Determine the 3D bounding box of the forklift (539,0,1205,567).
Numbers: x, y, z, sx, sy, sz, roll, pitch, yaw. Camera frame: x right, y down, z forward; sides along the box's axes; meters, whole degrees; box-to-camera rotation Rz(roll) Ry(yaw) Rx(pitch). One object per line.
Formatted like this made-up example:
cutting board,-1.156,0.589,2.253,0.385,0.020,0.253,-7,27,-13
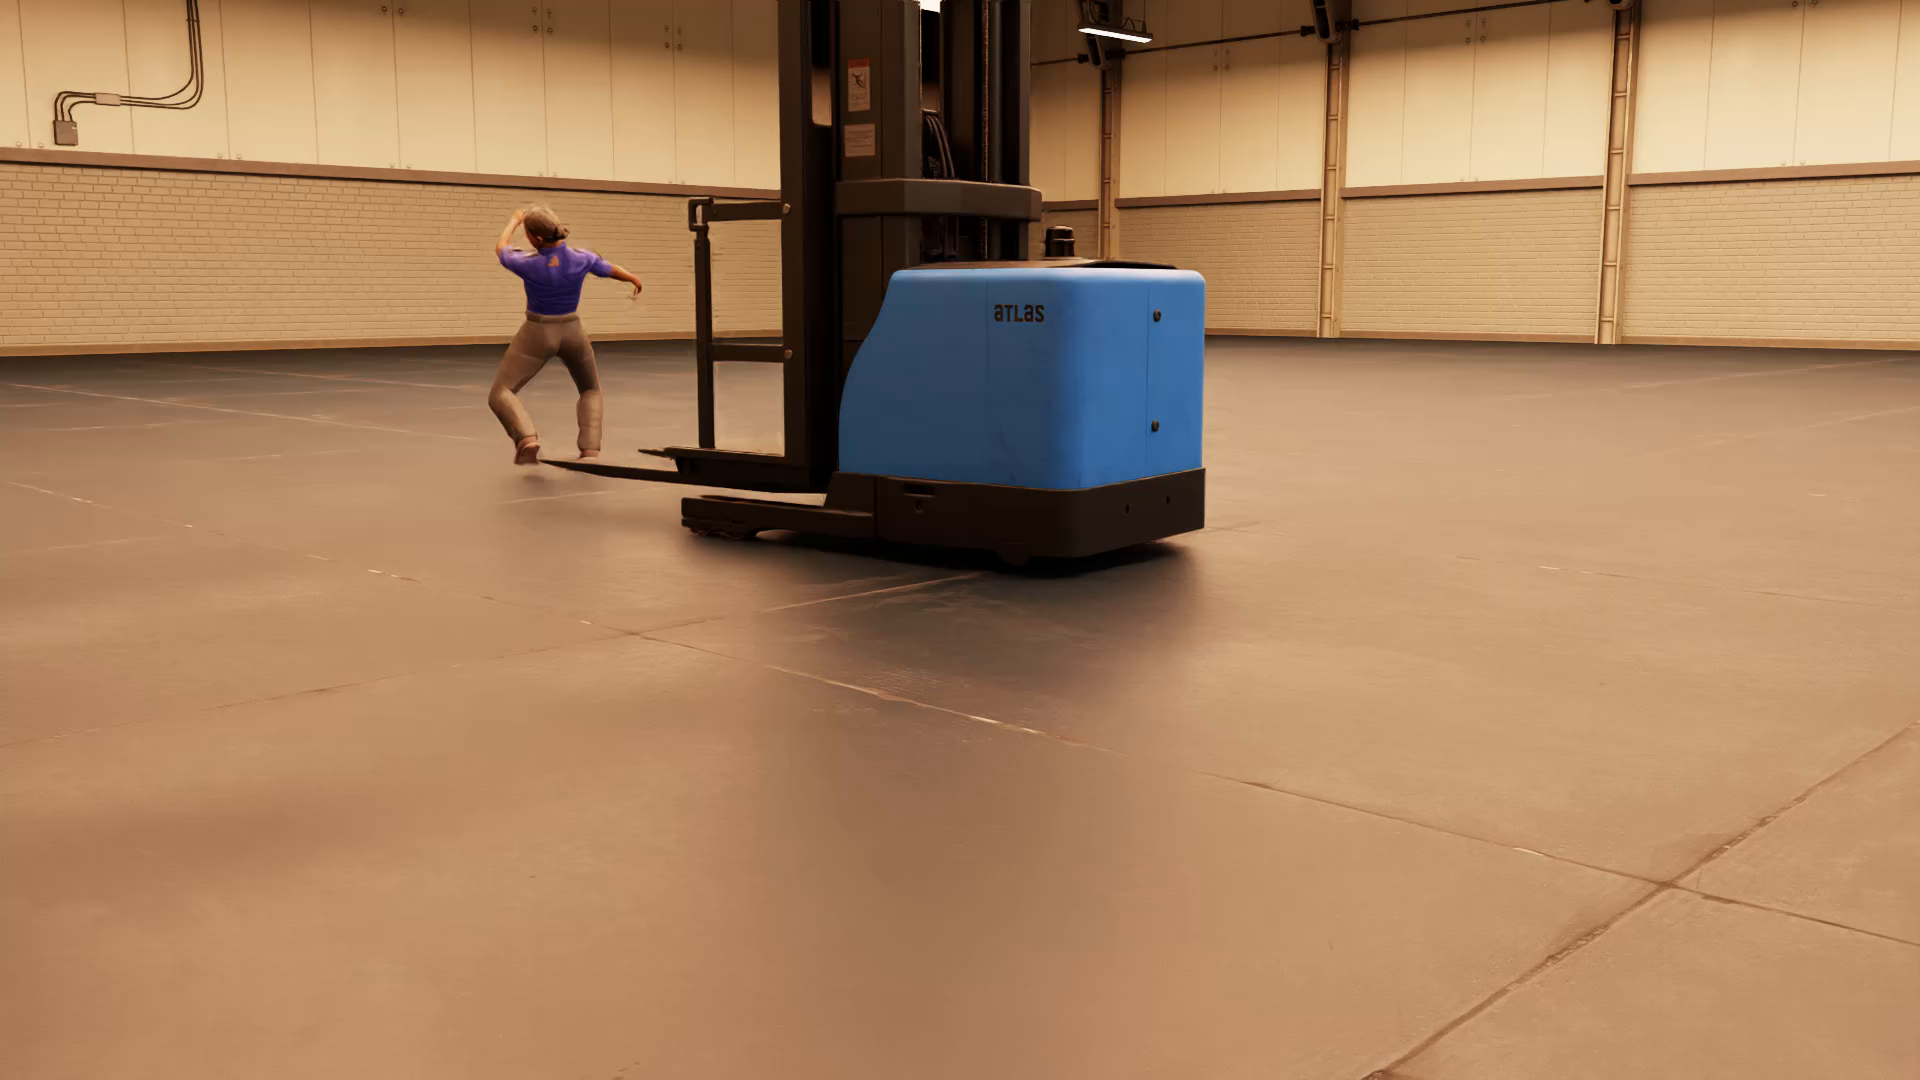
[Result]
forklift,-0.527,-1.504,6.860,3.031,2.935,1.130,6,11,36

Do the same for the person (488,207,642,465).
person,-2.176,-1.133,9.357,0.994,1.437,0.728,-7,11,-40
